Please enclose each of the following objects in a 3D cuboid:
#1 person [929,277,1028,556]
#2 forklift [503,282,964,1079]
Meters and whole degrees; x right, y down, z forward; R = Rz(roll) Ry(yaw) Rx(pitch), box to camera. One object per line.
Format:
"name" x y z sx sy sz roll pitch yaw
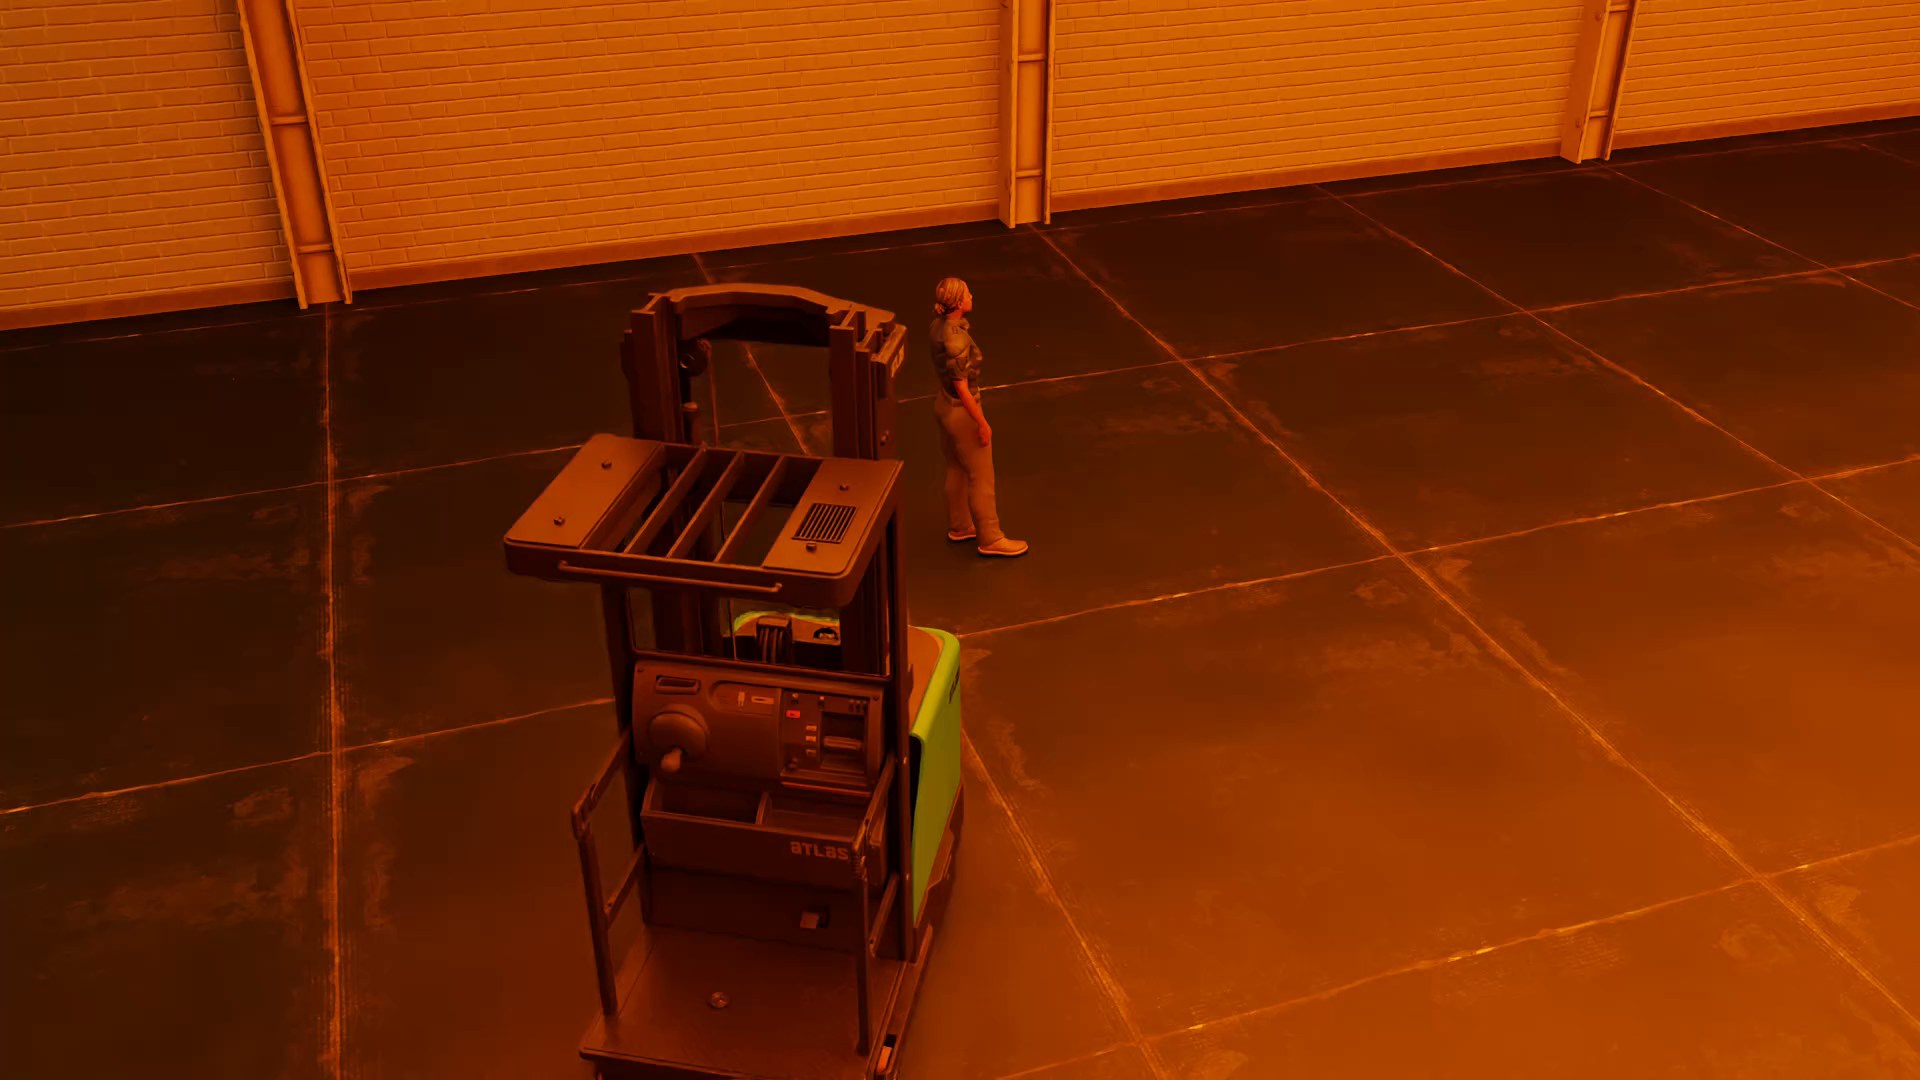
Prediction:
"person" 0.090 -0.728 9.617 0.503 1.656 0.569 -10 31 -16
"forklift" -0.775 0.724 5.828 1.130 2.935 3.031 6 30 10
